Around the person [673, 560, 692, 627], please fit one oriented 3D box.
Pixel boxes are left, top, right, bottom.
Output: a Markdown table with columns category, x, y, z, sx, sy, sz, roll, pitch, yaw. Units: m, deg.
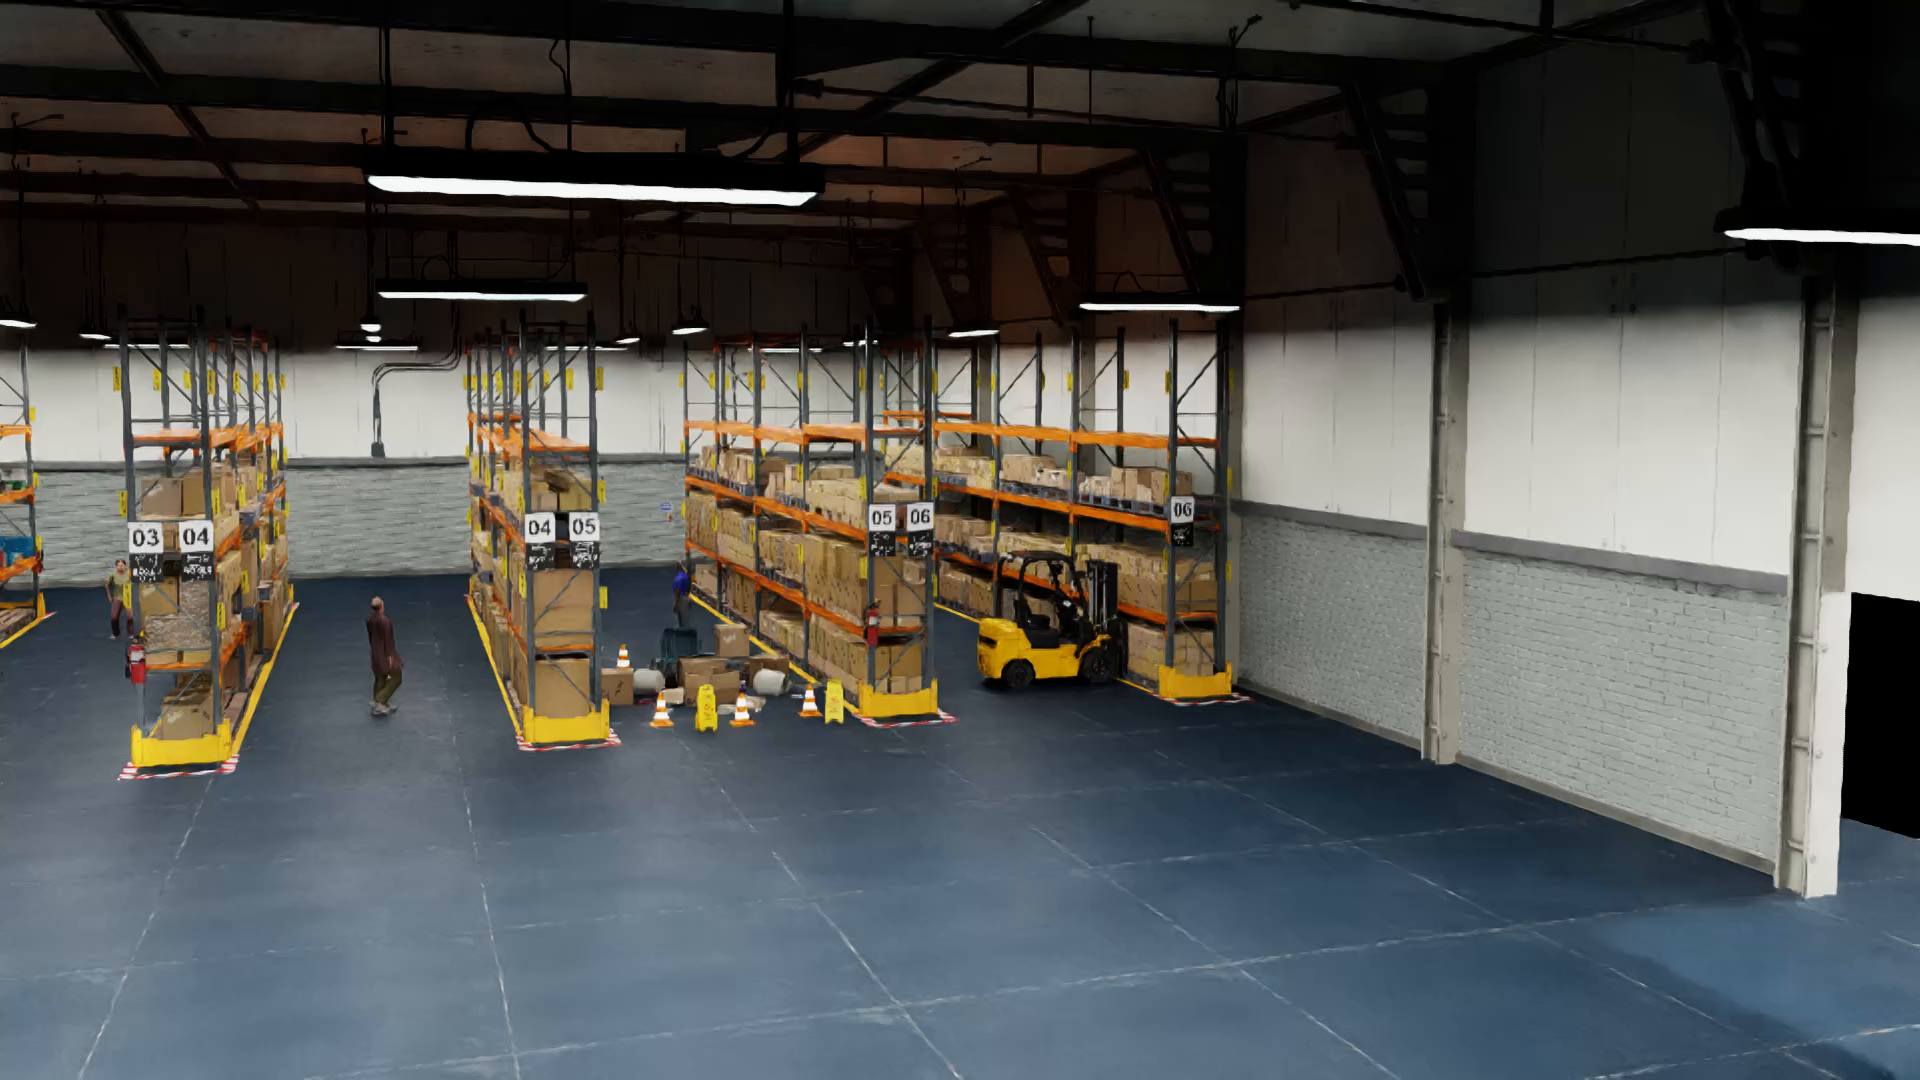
| category | x | y | z | sx | sy | sz | roll | pitch | yaw |
| --- | --- | --- | --- | --- | --- | --- | --- | --- | --- |
| person | -5.270 | 1.198 | 31.372 | 0.551 | 1.639 | 0.581 | 1 | 5 | 8 |

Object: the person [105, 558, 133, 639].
| category | x | y | z | sx | sy | sz | roll | pitch | yaw |
| --- | --- | --- | --- | --- | --- | --- | --- | --- | --- |
| person | -16.249 | 1.143 | 32.284 | 0.598 | 1.619 | 0.506 | -2 | 6 | -20 |

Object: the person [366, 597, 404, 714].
| category | x | y | z | sx | sy | sz | roll | pitch | yaw |
| --- | --- | --- | --- | --- | --- | --- | --- | --- | --- |
| person | -8.702 | 1.741 | 25.043 | 0.628 | 1.777 | 0.515 | 5 | 7 | 41 |
